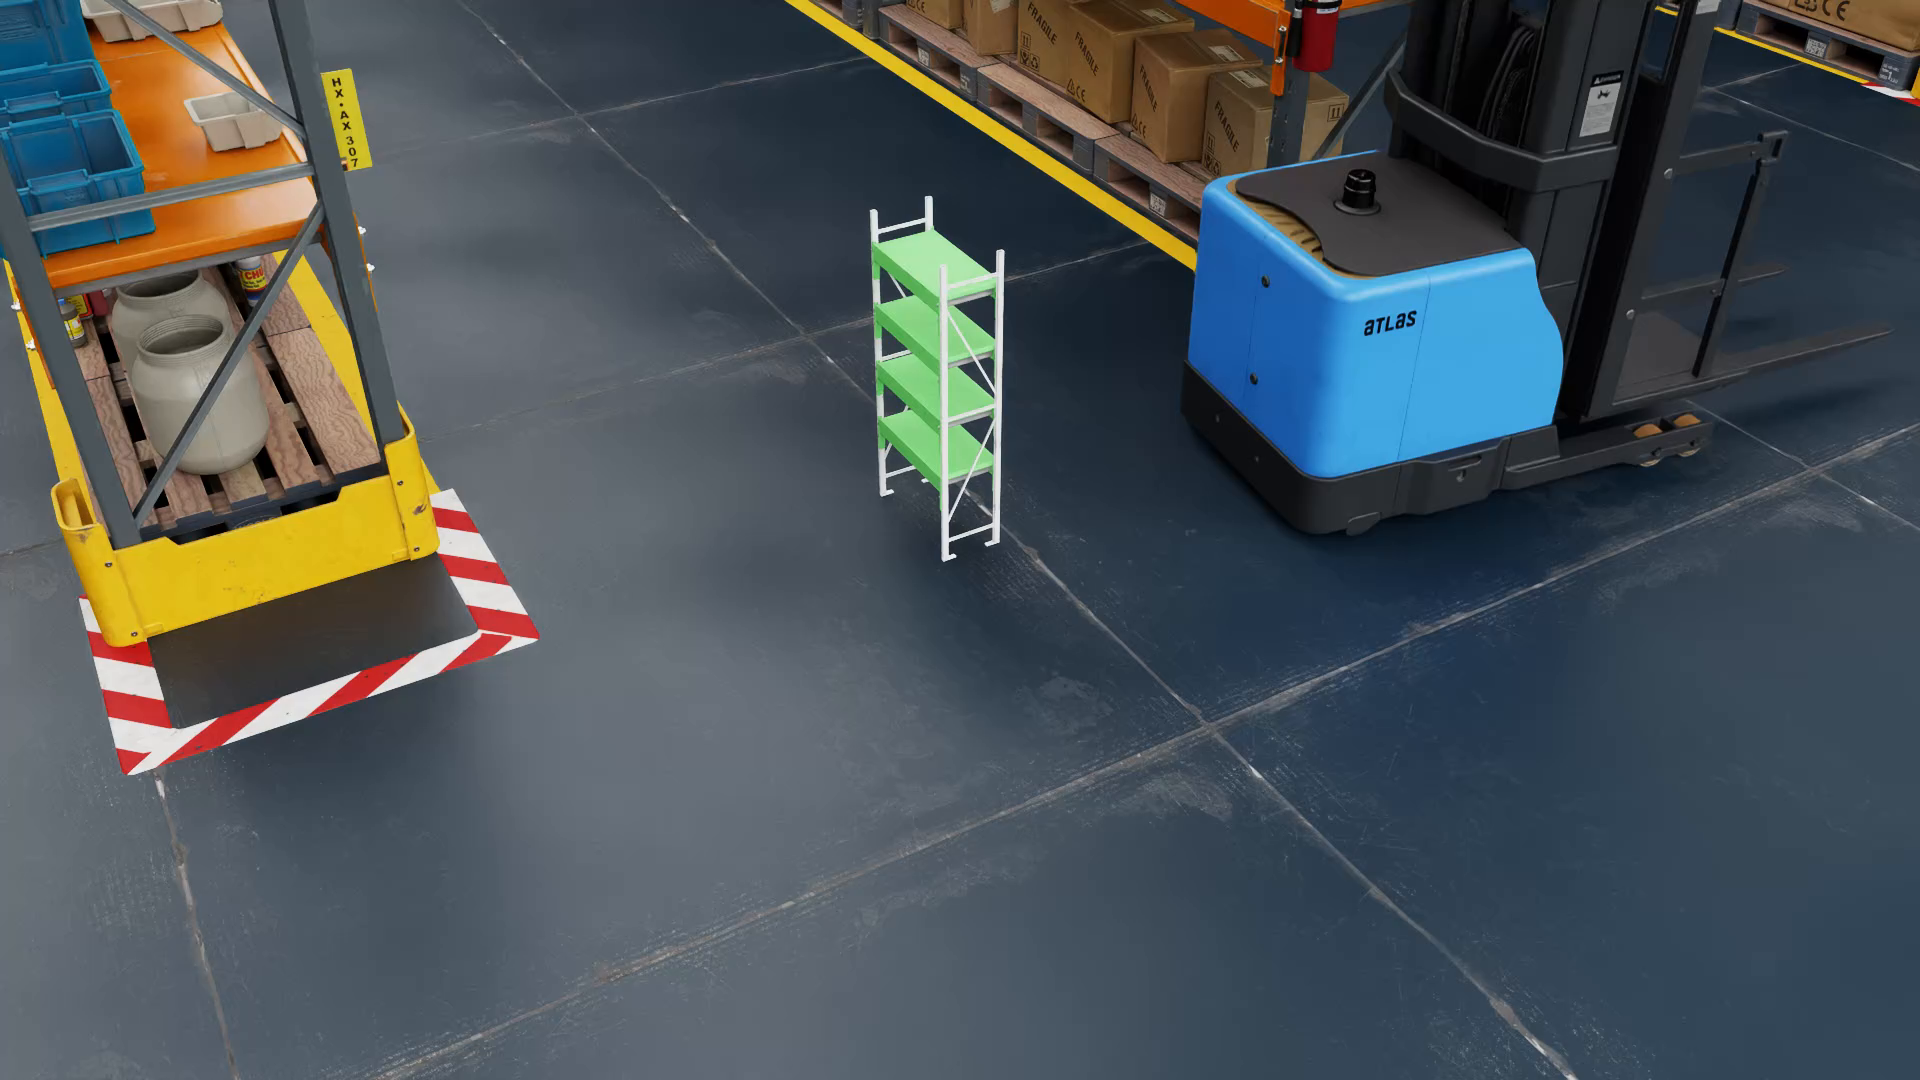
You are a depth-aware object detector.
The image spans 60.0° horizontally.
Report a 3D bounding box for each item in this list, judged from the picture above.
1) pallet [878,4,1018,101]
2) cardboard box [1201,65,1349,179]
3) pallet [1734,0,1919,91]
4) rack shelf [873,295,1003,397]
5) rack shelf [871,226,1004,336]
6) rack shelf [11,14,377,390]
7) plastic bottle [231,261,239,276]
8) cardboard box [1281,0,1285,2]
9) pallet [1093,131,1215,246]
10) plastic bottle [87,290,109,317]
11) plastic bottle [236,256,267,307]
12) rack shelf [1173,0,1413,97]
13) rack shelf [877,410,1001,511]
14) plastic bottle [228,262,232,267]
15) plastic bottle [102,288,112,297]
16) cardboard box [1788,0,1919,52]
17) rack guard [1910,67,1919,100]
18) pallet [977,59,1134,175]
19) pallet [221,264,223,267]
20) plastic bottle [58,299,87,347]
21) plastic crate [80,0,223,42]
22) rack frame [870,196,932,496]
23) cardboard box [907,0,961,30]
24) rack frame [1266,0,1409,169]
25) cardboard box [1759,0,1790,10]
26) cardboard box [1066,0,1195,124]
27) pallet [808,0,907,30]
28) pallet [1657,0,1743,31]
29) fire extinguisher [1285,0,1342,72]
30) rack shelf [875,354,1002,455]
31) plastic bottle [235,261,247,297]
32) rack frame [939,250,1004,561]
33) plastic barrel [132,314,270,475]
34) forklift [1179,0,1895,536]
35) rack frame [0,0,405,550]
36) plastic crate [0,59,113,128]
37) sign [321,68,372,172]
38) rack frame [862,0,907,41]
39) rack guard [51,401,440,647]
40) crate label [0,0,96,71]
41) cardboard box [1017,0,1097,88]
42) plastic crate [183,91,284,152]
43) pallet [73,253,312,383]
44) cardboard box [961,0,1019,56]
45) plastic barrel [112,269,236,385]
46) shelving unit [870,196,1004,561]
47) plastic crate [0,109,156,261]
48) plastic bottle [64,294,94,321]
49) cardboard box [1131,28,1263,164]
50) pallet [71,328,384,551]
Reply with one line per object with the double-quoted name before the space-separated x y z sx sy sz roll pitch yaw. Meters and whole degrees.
"pallet" 0.206 -3.112 10.332 1.003 0.211 1.213 -19 40 -24
"cardboard box" 1.548 -2.014 8.228 0.500 0.500 0.500 -12 38 -16
"pallet" 5.717 -3.207 10.462 1.003 0.211 1.213 -19 40 -24
"rack shelf" -0.083 -0.711 5.908 0.258 0.148 0.480 -19 40 -24
"rack shelf" -0.083 -0.905 5.766 0.258 0.148 0.480 -19 40 -24
"rack shelf" -3.440 -1.792 6.770 1.077 0.370 4.000 -19 40 -24
"plastic bottle" -3.249 -1.330 7.468 0.097 0.271 0.097 0 36 0
"cardboard box" 1.526 -2.513 7.361 0.380 0.149 0.250 -19 40 -24
"pallet" 1.432 -1.868 8.628 1.003 0.211 1.213 -19 40 -24
"plastic bottle" -3.748 -1.119 7.168 0.061 0.283 0.133 -19 40 -24
"plastic bottle" -3.076 -1.156 7.229 0.097 0.271 0.097 0 36 0
"rack shelf" 0.843 -3.260 8.780 1.077 0.370 4.000 -19 40 -24
"rack shelf" -0.083 -0.324 6.191 0.258 0.148 0.480 -19 40 -24
"plastic bottle" -3.299 -1.381 7.538 0.097 0.271 0.097 0 36 0
"plastic bottle" -3.811 -1.171 7.309 0.097 0.201 0.097 0 36 0
"cardboard box" 5.789 -3.586 10.063 0.875 0.875 0.875 -19 40 -24
"rack guard" 6.199 -2.927 9.834 1.175 0.500 0.348 -19 40 -24
"pallet" 0.823 -2.489 9.479 1.003 0.211 1.213 -19 40 -24
"pallet" -4.143 -1.622 8.291 1.003 0.211 1.213 -19 40 -24
"plastic bottle" -3.737 -0.917 6.962 0.097 0.201 0.097 0 36 0
"plastic crate" -3.410 -2.243 7.002 0.530 0.136 0.437 -19 40 -24
"rack frame" -0.206 -0.693 6.182 0.240 1.200 0.015 -19 40 -24
"cardboard box" 0.004 -3.515 10.282 0.500 0.500 0.500 -20 41 -25
"rack frame" 1.847 -2.530 7.171 1.000 3.000 0.127 -19 40 -24
"cardboard box" 5.345 -4.034 10.676 0.875 0.875 0.875 -20 40 -25
"cardboard box" 0.920 -2.634 9.076 0.500 0.500 0.500 -15 39 -20
"pallet" -0.555 -3.841 11.330 1.003 0.211 1.213 -19 40 -24
"pallet" 5.109 -3.829 11.313 1.003 0.211 1.213 -19 40 -24
"fire extinguisher" 1.507 -2.304 6.927 0.296 0.674 0.183 -19 40 -24
"rack shelf" -0.083 -0.517 6.049 0.258 0.148 0.480 -19 40 -24
"plastic bottle" -3.129 -1.180 7.322 0.097 0.201 0.097 0 36 0
"rack frame" 0.039 -0.445 5.841 0.240 1.200 0.015 -19 40 -24
"plastic barrel" -2.832 -0.541 6.200 0.421 0.512 0.421 0 36 0
"forklift" 2.475 -1.752 6.163 3.031 2.935 1.130 -14 38 -18
"rack frame" -2.435 -1.063 5.162 1.000 3.000 0.127 -19 40 -24
"plastic crate" -3.267 -1.502 5.889 0.499 0.251 0.408 -19 40 -24
"sign" -1.957 -1.335 5.300 0.100 0.325 0.005 -19 40 -24
"rack frame" -0.162 -4.570 9.964 1.000 3.000 0.127 -19 40 -24
"rack guard" -2.514 -0.078 5.933 1.175 0.500 0.348 -19 40 -24
"crate label" -3.594 -1.935 6.327 0.502 0.435 0.616 -19 40 -24
"cardboard box" 0.678 -2.931 9.484 0.500 0.500 0.500 -23 42 -28
"plastic crate" -2.606 -1.508 5.995 0.298 0.136 0.250 -19 40 -24
"pallet" -3.526 -0.999 7.439 1.003 0.211 1.213 -19 40 -24
"cardboard box" 0.299 -3.225 9.885 0.500 0.500 0.500 -7 37 -9
"plastic barrel" -3.084 -0.796 6.550 0.421 0.512 0.421 0 36 0
"shelving unit" -0.083 -0.569 6.012 0.258 1.200 0.503 -19 40 -24
"plastic crate" -2.945 -1.169 5.434 0.499 0.251 0.616 -19 40 -24
"plastic bottle" -3.840 -1.084 7.127 0.152 0.276 0.135 -19 40 -24
"cardboard box" 1.218 -2.309 8.631 0.500 0.500 0.500 -9 37 -12
"pallet" -2.917 -0.377 6.588 1.003 0.211 1.213 -19 40 -24
